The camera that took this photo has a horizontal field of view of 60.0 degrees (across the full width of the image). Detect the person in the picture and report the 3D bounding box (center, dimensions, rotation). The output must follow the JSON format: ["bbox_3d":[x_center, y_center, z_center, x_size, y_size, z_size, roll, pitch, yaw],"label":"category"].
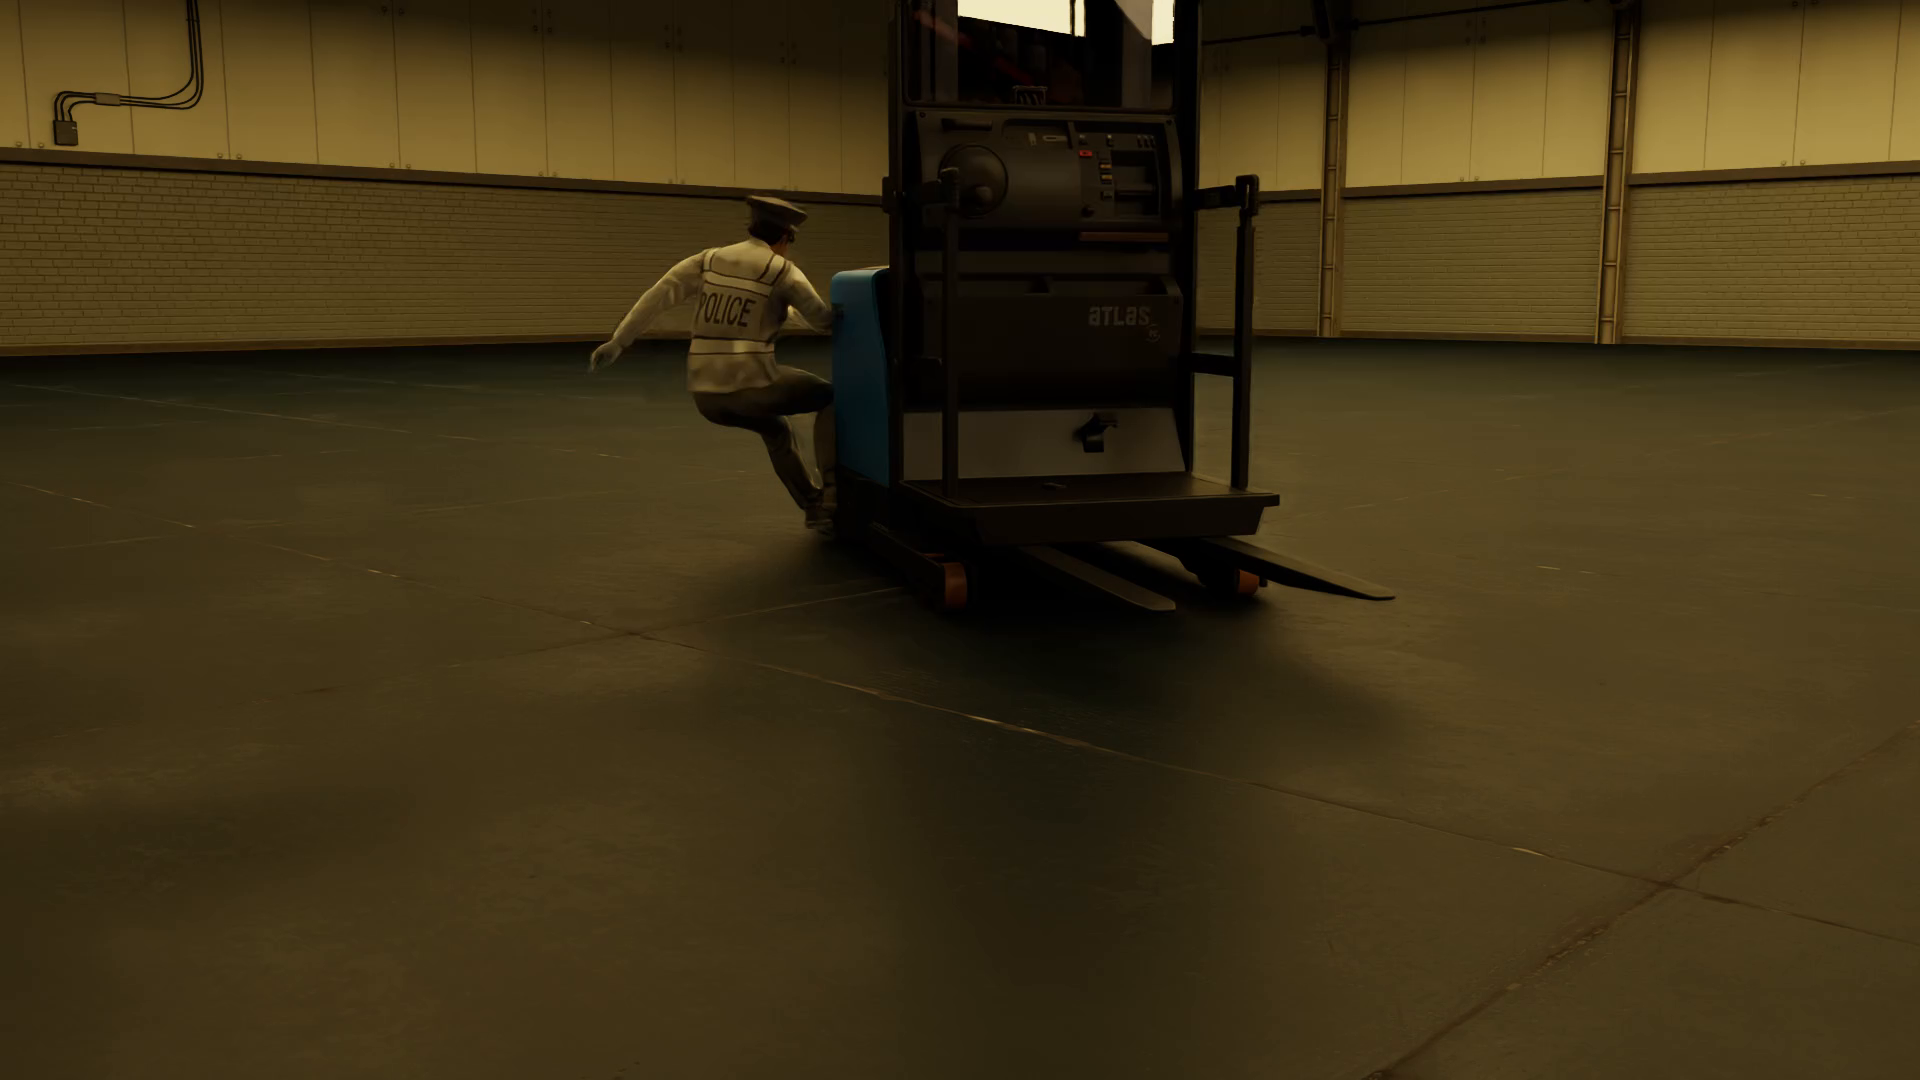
[{"bbox_3d":[-0.839,-0.703,6.761,0.995,1.349,0.896,4,9,25],"label":"person"}]

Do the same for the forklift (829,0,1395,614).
[{"bbox_3d":[0.367,-1.285,5.408,1.130,2.935,3.031,-3,9,-16],"label":"forklift"}]
